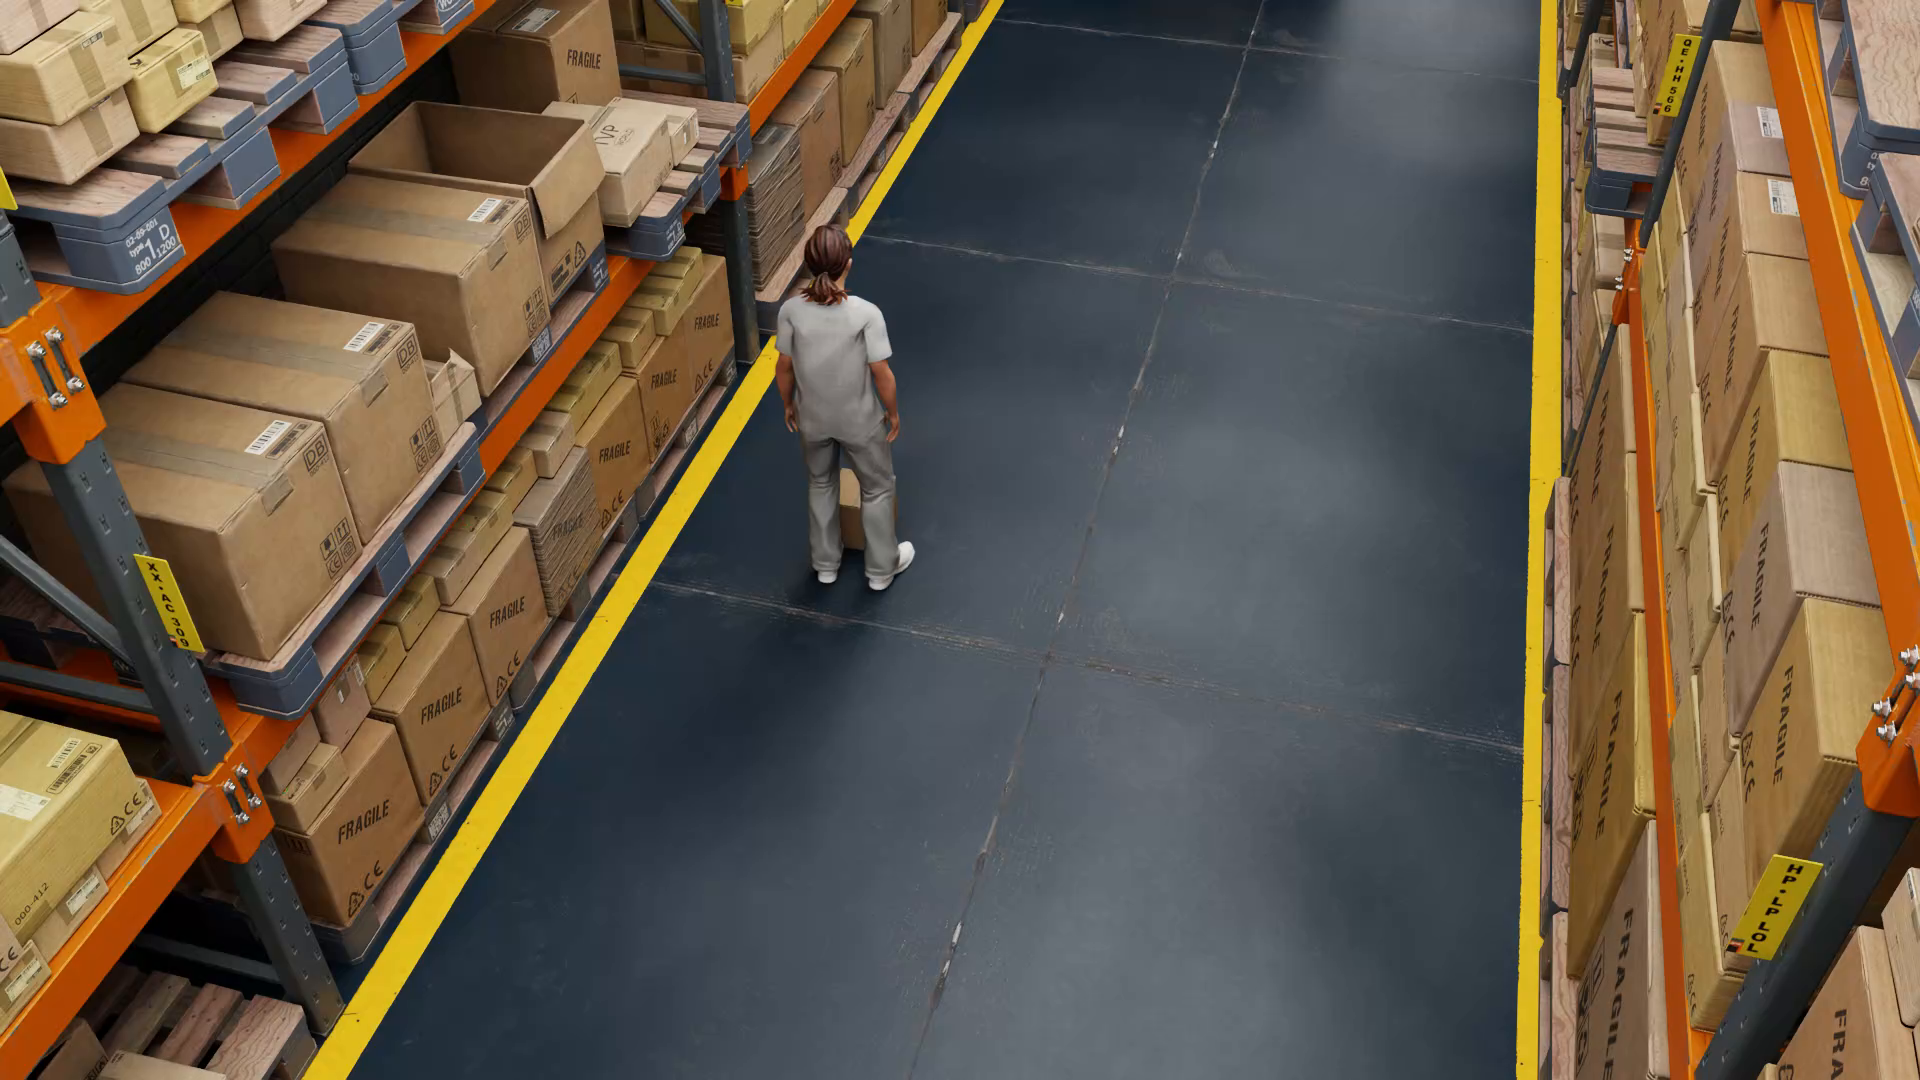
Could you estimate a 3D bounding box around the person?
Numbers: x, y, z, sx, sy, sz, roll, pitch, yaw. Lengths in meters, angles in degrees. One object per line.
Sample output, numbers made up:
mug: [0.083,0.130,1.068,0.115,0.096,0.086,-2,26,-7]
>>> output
person: [-0.476,-0.504,6.736,0.510,1.671,0.362,7,42,8]
